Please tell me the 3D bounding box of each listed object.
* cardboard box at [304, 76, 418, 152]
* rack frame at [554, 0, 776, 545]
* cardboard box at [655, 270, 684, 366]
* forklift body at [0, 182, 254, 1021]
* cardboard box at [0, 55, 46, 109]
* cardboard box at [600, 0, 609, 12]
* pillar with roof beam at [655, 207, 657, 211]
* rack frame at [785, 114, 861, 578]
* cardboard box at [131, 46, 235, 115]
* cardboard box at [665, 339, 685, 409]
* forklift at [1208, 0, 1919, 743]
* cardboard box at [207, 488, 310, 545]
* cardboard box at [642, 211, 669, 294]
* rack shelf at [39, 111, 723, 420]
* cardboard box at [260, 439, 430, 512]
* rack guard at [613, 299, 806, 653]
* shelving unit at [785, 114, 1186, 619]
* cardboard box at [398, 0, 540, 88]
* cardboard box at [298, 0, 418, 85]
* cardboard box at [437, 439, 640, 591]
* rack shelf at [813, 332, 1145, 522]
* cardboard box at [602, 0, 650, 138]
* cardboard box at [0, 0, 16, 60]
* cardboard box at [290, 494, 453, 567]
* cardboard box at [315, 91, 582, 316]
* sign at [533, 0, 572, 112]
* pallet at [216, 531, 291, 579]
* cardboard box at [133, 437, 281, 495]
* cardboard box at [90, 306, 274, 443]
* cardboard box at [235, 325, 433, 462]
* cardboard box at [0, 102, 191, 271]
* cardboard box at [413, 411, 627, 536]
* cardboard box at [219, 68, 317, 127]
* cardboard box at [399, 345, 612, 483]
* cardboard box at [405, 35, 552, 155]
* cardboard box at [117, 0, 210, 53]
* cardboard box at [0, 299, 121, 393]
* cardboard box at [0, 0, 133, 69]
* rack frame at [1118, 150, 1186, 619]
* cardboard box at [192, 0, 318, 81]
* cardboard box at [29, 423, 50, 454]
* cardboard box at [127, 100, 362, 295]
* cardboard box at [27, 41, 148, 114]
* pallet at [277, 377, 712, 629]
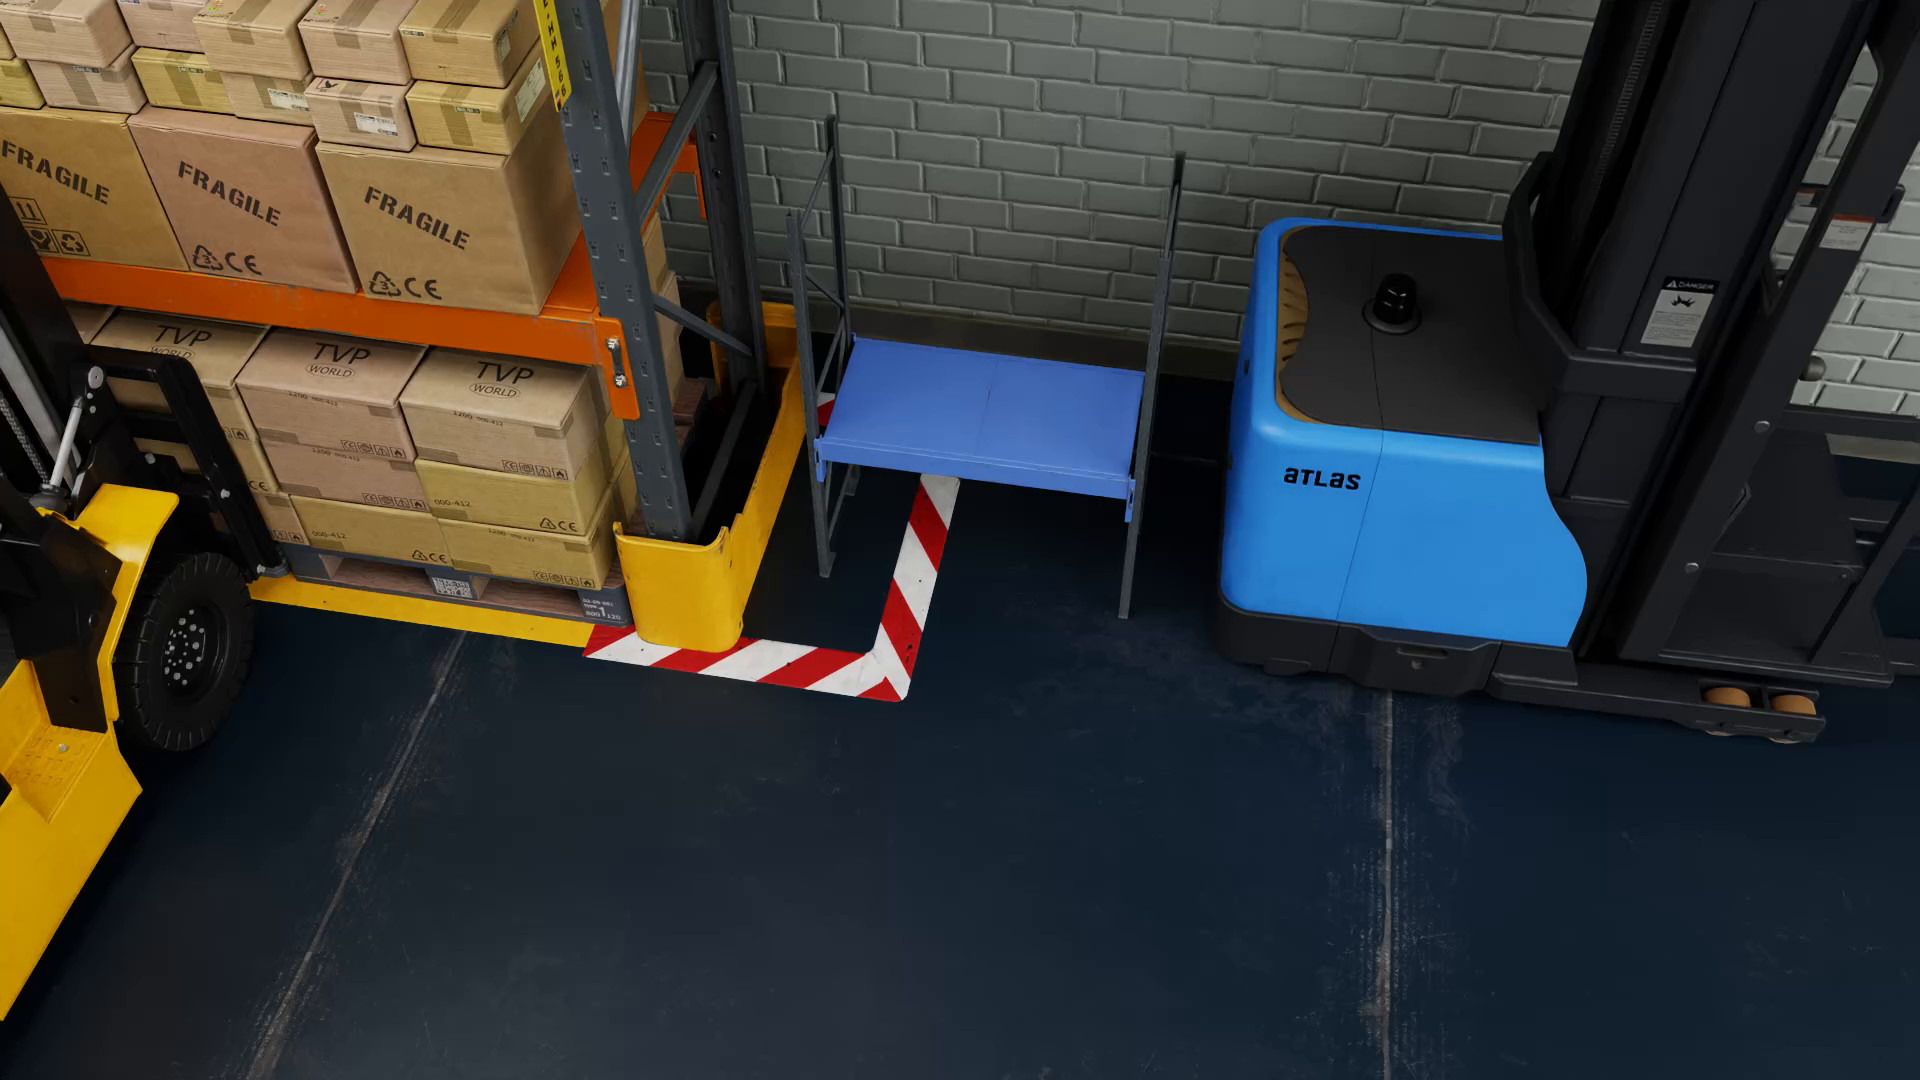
[{"bbox_3d":[-1.477,-1.184,4.294,0.250,0.149,0.380,8,49,7],"label":"cardboard box"},{"bbox_3d":[-0.829,-1.081,4.705,0.127,3.000,1.000,8,49,7],"label":"rack frame"},{"bbox_3d":[-1.255,-0.684,5.578,0.500,0.250,0.500,8,49,8],"label":"cardboard box"},{"bbox_3d":[-3.019,0.287,4.046,1.214,2.155,2.313,8,49,7],"label":"forklift body"},{"bbox_3d":[-2.486,-1.324,4.420,0.250,0.149,0.380,8,49,7],"label":"cardboard box"},{"bbox_3d":[-1.116,-1.566,4.637,0.250,0.149,0.380,7,48,6],"label":"cardboard box"},{"bbox_3d":[-2.119,-0.687,0.317,0.400,9.000,9.100,8,49,7],"label":"pillar with roof beam"},{"bbox_3d":[-0.416,-0.557,5.242,0.032,1.500,0.500,8,49,7],"label":"rack frame"},{"bbox_3d":[-1.963,-1.304,4.402,0.250,0.149,0.380,7,48,7],"label":"cardboard box"},{"bbox_3d":[-1.277,-0.510,5.758,0.500,0.250,0.500,8,49,7],"label":"cardboard box"},{"bbox_3d":[2.363,-0.772,4.473,3.031,2.935,1.130,6,48,6],"label":"forklift"},{"bbox_3d":[-2.326,-0.279,5.550,0.500,0.250,0.500,8,49,7],"label":"cardboard box"},{"bbox_3d":[-1.268,-0.839,5.381,0.500,0.250,0.500,7,48,6],"label":"cardboard box"},{"bbox_3d":[-2.797,-1.105,5.210,4.000,0.370,1.077,8,49,7],"label":"rack shelf"},{"bbox_3d":[-1.855,-0.379,5.304,0.500,0.250,0.500,7,48,6],"label":"cardboard box"},{"bbox_3d":[-0.805,-0.242,5.632,0.348,0.500,1.175,8,49,7],"label":"rack guard"},{"bbox_3d":[0.084,-0.490,5.182,1.048,1.500,0.538,8,49,7],"label":"shelving unit"},{"bbox_3d":[-1.219,-1.324,4.220,0.250,0.149,0.380,8,49,7],"label":"cardboard box"},{"bbox_3d":[-1.467,-1.334,4.228,0.250,0.149,0.380,8,49,7],"label":"cardboard box"},{"bbox_3d":[-1.347,-0.133,5.419,0.500,0.250,0.500,8,49,7],"label":"cardboard box"},{"bbox_3d":[0.084,-0.370,5.316,1.000,0.185,0.538,8,49,7],"label":"rack shelf"},{"bbox_3d":[-1.267,-1.383,4.909,0.500,0.500,0.500,9,49,8],"label":"cardboard box"},{"bbox_3d":[-2.493,-1.419,4.305,0.250,0.149,0.380,9,49,8],"label":"cardboard box"},{"bbox_3d":[-1.835,-0.206,5.485,0.500,0.250,0.500,8,49,7],"label":"cardboard box"},{"bbox_3d":[-1.360,-0.987,4.553,0.500,0.500,0.500,7,48,6],"label":"cardboard box"},{"bbox_3d":[-0.939,-1.152,3.831,0.005,0.325,0.100,8,49,7],"label":"sign"},{"bbox_3d":[-2.786,-0.383,5.952,1.213,0.211,1.003,8,49,7],"label":"pallet"},{"bbox_3d":[-2.367,-0.432,5.352,0.500,0.250,0.500,7,48,6],"label":"cardboard box"},{"bbox_3d":[-2.339,-0.592,5.159,0.500,0.250,0.500,8,49,7],"label":"cardboard box"},{"bbox_3d":[-1.841,-0.532,5.106,0.500,0.250,0.500,8,49,8],"label":"cardboard box"},{"bbox_3d":[-2.373,-1.130,4.682,0.500,0.500,0.500,7,48,6],"label":"cardboard box"},{"bbox_3d":[-1.363,-0.305,5.238,0.500,0.250,0.500,7,48,6],"label":"cardboard box"},{"bbox_3d":[-1.721,-1.263,4.365,0.250,0.149,0.380,8,49,8],"label":"cardboard box"},{"bbox_3d":[-1.337,-0.469,5.049,0.500,0.250,0.500,9,49,8],"label":"cardboard box"},{"bbox_3d":[-1.220,-1.172,4.283,0.250,0.149,0.380,8,49,7],"label":"cardboard box"},{"bbox_3d":[-1.961,-1.436,4.320,0.250,0.149,0.380,8,49,7],"label":"cardboard box"},{"bbox_3d":[-2.837,-0.664,5.224,0.500,0.250,0.500,7,48,6],"label":"cardboard box"},{"bbox_3d":[-2.237,-1.389,4.278,0.250,0.149,0.380,9,49,8],"label":"cardboard box"},{"bbox_3d":[0.584,-0.423,5.122,0.032,1.500,0.500,8,49,7],"label":"rack frame"},{"bbox_3d":[-1.729,-1.348,4.242,0.250,0.149,0.380,9,49,8],"label":"cardboard box"},{"bbox_3d":[-2.858,-0.501,5.414,0.500,0.250,0.500,8,48,7],"label":"cardboard box"},{"bbox_3d":[-1.869,-1.063,4.621,0.500,0.500,0.500,9,49,8],"label":"cardboard box"},{"bbox_3d":[-2.234,-1.305,4.403,0.250,0.149,0.380,6,48,6],"label":"cardboard box"},{"bbox_3d":[-1.589,-0.220,5.805,1.213,0.211,1.003,8,49,7],"label":"pallet"}]
